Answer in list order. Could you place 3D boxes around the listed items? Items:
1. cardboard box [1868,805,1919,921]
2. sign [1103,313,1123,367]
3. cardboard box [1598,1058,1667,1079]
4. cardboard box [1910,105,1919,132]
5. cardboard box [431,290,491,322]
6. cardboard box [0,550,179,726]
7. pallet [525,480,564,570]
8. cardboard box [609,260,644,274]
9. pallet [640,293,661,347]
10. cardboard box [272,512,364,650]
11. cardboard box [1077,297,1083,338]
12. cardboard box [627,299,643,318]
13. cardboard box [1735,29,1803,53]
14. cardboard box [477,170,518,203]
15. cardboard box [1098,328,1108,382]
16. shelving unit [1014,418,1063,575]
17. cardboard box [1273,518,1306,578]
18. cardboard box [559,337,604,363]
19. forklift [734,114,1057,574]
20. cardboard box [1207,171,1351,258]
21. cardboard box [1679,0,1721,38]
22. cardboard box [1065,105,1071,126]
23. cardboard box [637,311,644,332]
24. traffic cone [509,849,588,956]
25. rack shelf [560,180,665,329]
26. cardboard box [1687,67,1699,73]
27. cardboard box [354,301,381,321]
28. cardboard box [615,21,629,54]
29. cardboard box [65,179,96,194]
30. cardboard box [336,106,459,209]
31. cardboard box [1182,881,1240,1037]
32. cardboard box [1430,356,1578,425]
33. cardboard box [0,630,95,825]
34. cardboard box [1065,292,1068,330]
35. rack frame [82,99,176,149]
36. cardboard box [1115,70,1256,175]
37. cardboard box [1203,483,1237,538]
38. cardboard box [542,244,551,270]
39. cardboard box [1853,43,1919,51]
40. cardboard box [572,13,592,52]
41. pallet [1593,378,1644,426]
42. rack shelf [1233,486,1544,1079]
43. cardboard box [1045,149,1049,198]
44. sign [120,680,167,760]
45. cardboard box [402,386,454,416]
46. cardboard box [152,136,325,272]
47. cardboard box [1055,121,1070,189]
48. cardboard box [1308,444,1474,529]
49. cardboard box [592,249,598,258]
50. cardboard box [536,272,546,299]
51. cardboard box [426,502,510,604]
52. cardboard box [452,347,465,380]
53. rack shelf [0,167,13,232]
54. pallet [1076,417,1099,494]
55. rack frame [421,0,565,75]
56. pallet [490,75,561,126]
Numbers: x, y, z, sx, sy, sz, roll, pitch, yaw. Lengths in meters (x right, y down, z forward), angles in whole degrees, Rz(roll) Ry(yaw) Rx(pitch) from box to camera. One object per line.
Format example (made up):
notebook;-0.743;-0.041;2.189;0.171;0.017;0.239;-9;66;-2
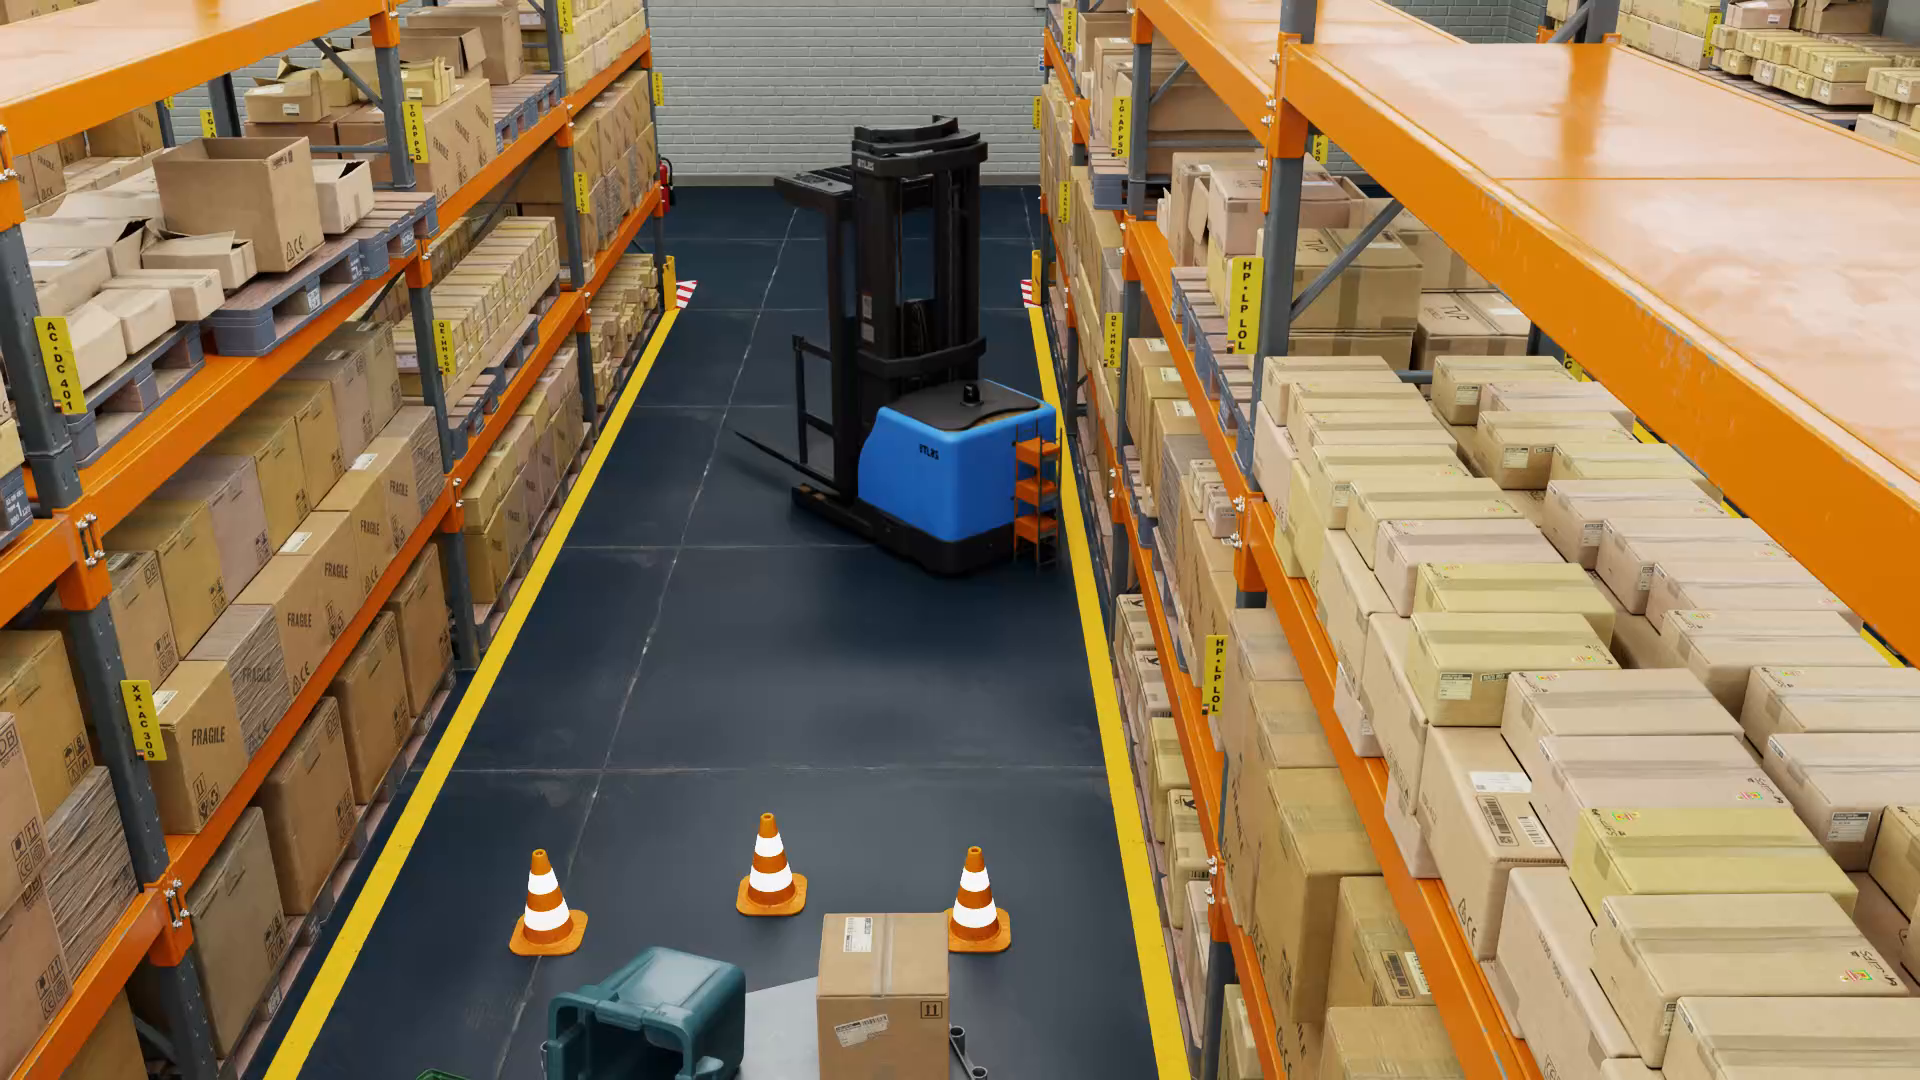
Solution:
cardboard box;1.842;0.588;2.890;0.380;0.149;0.250;0;24;-1
sign;0.888;-1.158;9.649;0.100;0.325;0.005;0;24;-1
cardboard box;1.255;1.019;2.422;0.500;0.250;0.500;-1;24;-1
cardboard box;6.154;-2.601;10.302;0.380;0.149;0.250;0;24;-1
cardboard box;-3.328;-1.542;10.976;0.380;0.149;0.250;1;24;2
cardboard box;-3.474;0.372;6.336;0.700;0.500;0.500;-1;24;-1
pallet;-3.523;-0.123;12.150;1.003;0.211;1.213;0;24;-1
cardboard box;-3.389;-2.710;16.712;0.380;0.149;0.250;0;24;0
pallet;-3.619;-2.230;16.808;1.003;0.211;1.213;0;24;-1
cardboard box;-3.213;0.191;7.949;0.500;0.500;0.500;0;24;0
cardboard box;1.137;-1.607;12.229;0.500;0.250;0.500;0;24;-1
cardboard box;-3.276;-2.251;16.060;0.380;0.149;0.250;0;24;0
cardboard box;6.001;-3.696;12.339;0.380;0.149;0.250;0;24;0
cardboard box;-3.825;-3.048;13.537;0.500;0.500;0.500;-1;24;-2
cardboard box;1.174;-1.203;10.730;0.500;0.250;0.500;-1;24;-2
shelving unit;0.538;-0.297;11.517;0.215;1.050;0.252;-19;30;-35
cardboard box;1.189;-0.001;5.159;0.380;0.149;0.250;0;24;-1
cardboard box;-3.290;-1.639;14.345;0.380;0.149;0.250;1;24;2
forklift;-0.630;-1.638;12.198;1.130;2.935;3.031;-19;30;-35
cardboard box;1.319;-1.362;6.931;0.500;0.250;0.500;0;24;0
cardboard box;6.116;-4.175;13.299;0.500;0.250;0.500;0;24;0
cardboard box;1.127;-3.732;14.623;0.380;0.149;0.250;-1;24;-2
cardboard box;-3.277;-2.122;16.135;0.380;0.149;0.250;-1;24;-3
traffic cone;-1.967;1.674;7.870;0.336;0.463;0.334;0;24;-1
rack shelf;-3.571;-2.715;15.369;1.077;0.370;4.000;0;24;-1
cardboard box;6.063;-3.705;13.351;0.380;0.149;0.250;0;24;-1
cardboard box;-3.980;-1.440;10.750;0.380;0.149;0.250;0;24;1
cardboard box;-3.319;-4.564;15.127;0.500;0.250;0.500;1;24;2
cardboard box;-8.263;-3.122;15.216;0.500;0.250;0.500;0;24;0
cardboard box;-3.246;-2.219;9.639;0.500;0.500;0.500;0;24;-1
cardboard box;1.478;1.804;7.184;0.950;0.372;0.625;0;24;0
cardboard box;1.708;-0.472;5.234;0.380;0.149;0.250;0;24;1
cardboard box;-3.493;0.670;5.520;0.875;0.550;0.550;0;24;-1
cardboard box;1.481;-2.306;16.192;0.875;0.438;0.875;0;24;1
rack frame;-8.554;-3.886;17.086;1.000;3.000;0.127;0;24;-1
cardboard box;1.288;-2.394;9.512;0.797;0.503;0.637;-2;24;-4
cardboard box;1.235;-0.127;6.995;0.380;0.149;0.250;-1;24;-2
cardboard box;-3.344;-2.159;12.702;0.380;0.149;0.250;0;24;0
cardboard box;6.490;-3.383;11.647;0.380;0.149;0.250;-1;24;-2
cardboard box;-3.316;-4.150;13.604;0.500;0.250;0.500;0;24;-1
pallet;6.356;-1.319;14.793;1.003;0.211;1.213;0;24;-1
rack shelf;1.508;0.799;3.959;1.077;0.370;4.000;0;24;-1
cardboard box;1.107;-3.569;16.263;0.500;0.500;0.500;-1;24;-1
sign;-2.907;0.644;5.922;0.100;0.325;0.005;0;24;-1
cardboard box;-3.309;-0.833;10.129;0.380;0.149;0.250;-1;24;-1
cardboard box;-3.207;-1.505;7.428;0.500;0.500;0.500;0;24;-1
cardboard box;1.105;-3.396;14.667;0.500;0.500;0.500;0;24;0
cardboard box;1.165;-0.146;4.514;0.380;0.149;0.250;0;24;-1
cardboard box;-3.355;-2.550;14.437;0.380;0.149;0.250;-1;24;-3
cardboard box;-3.343;-1.923;12.541;0.380;0.149;0.250;0;24;-1
cardboard box;-3.259;0.085;10.830;0.500;0.500;0.500;-1;24;-3
cardboard box;-3.316;-1.095;10.348;0.380;0.149;0.250;1;24;2
rack shelf;-3.440;-0.321;3.282;1.077;0.370;4.000;0;24;-1
pallet;1.483;-0.694;13.413;1.003;0.211;1.213;0;24;-1
rack frame;-3.550;-4.952;12.163;1.000;3.000;0.127;0;24;-1
pallet;-3.649;-3.245;12.256;1.213;0.211;1.003;0;24;-1
